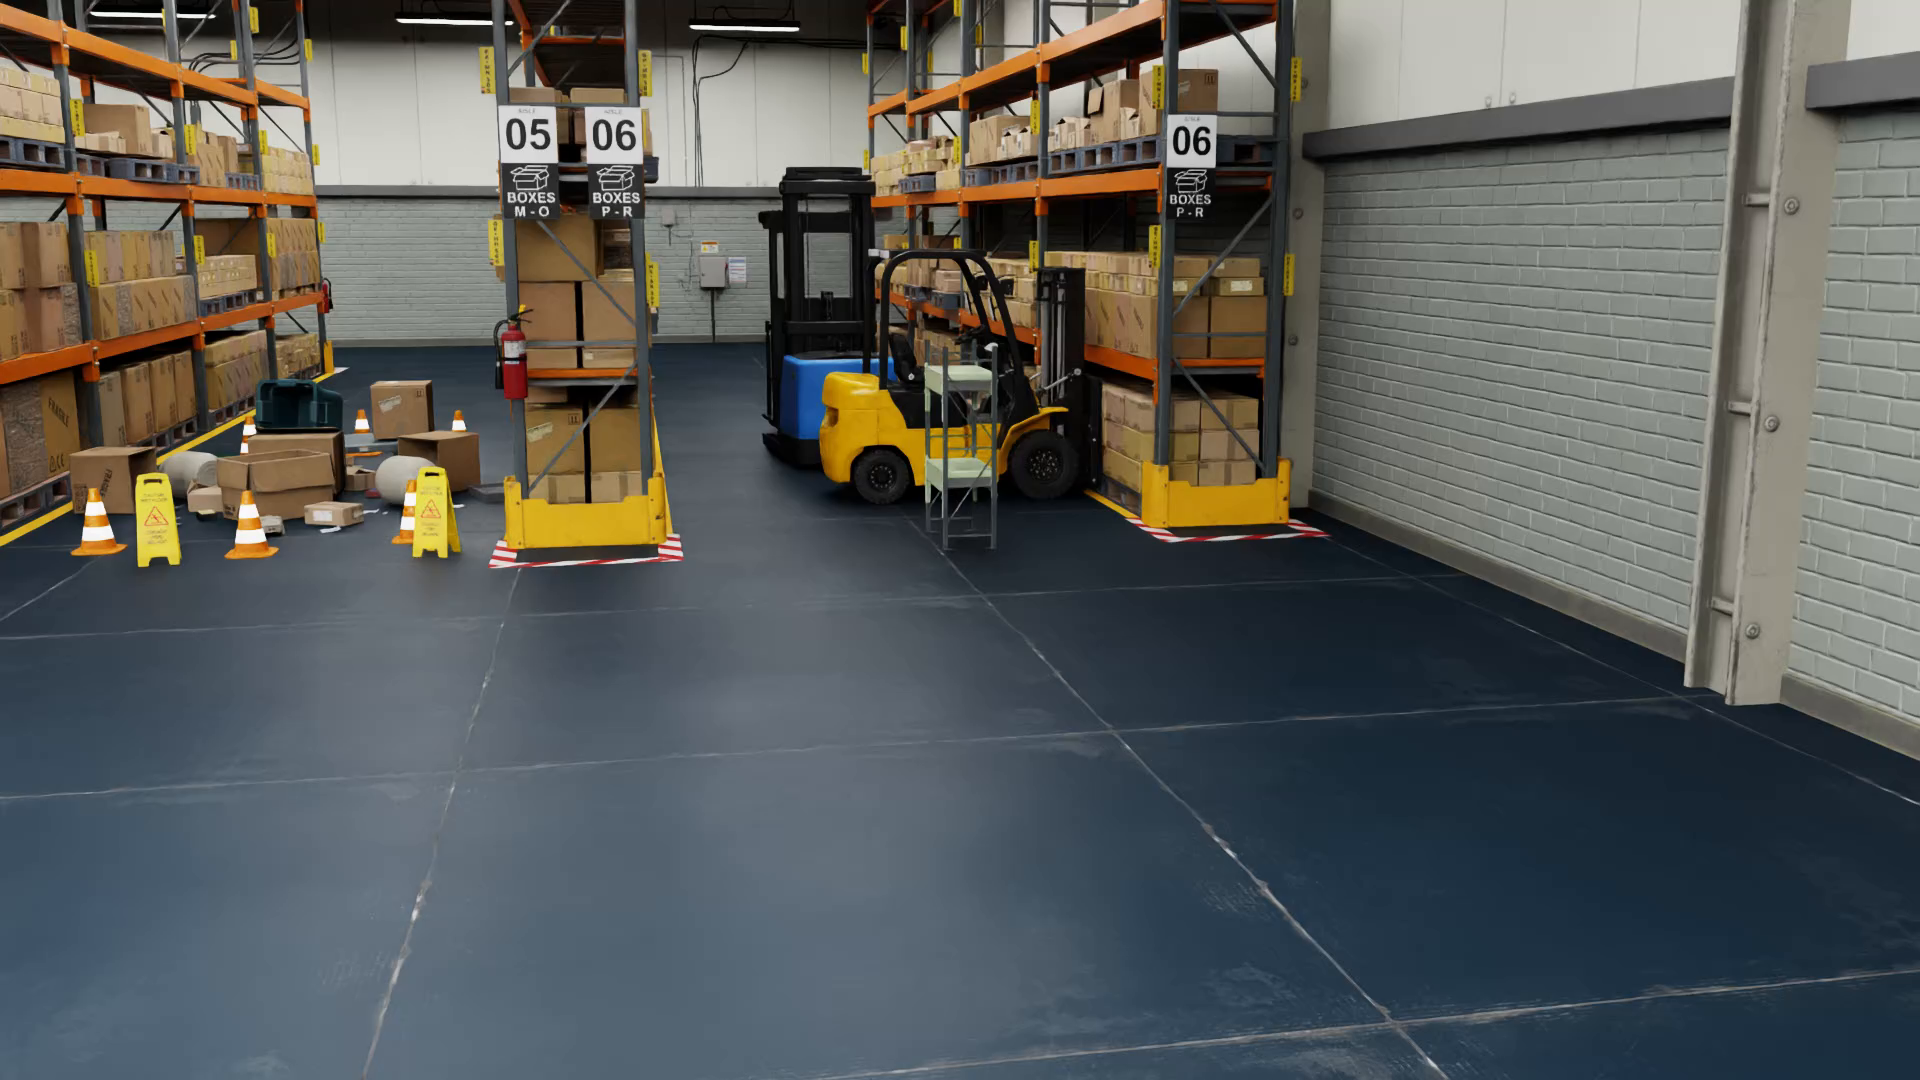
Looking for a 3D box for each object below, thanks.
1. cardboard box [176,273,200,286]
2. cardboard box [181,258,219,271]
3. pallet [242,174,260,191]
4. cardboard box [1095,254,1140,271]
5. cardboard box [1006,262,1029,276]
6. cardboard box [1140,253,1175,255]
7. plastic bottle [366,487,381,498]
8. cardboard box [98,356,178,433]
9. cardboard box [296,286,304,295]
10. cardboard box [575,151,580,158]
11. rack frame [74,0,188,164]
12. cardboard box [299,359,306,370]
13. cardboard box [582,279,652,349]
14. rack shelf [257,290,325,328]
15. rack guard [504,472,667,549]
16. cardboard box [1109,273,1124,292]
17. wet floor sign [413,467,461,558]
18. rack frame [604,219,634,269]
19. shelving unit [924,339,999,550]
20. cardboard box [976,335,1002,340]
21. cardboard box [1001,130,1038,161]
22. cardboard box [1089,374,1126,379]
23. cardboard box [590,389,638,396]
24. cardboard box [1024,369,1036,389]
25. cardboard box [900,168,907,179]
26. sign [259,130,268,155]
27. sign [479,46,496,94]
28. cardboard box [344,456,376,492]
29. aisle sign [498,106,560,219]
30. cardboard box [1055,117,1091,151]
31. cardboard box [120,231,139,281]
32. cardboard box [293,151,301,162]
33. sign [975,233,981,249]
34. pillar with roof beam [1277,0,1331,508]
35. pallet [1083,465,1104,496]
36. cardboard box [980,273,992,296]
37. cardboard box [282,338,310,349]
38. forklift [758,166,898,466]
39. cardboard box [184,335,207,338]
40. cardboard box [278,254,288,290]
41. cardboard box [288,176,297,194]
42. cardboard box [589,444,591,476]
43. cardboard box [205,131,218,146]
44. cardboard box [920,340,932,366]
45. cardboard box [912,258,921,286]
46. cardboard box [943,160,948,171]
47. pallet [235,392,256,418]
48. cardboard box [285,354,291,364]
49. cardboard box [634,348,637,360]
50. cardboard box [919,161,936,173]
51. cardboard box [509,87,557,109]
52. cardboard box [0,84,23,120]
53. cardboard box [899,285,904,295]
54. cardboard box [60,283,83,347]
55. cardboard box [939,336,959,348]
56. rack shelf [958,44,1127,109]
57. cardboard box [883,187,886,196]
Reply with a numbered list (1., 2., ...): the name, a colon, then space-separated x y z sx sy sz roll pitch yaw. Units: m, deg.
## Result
1. cardboard box: -9.096 -3.037 19.384 0.380 0.149 0.250 -2 11 -8
2. cardboard box: -9.303 -3.372 20.346 0.380 0.149 0.250 -2 11 -8
3. pallet: -9.962 -4.710 21.900 1.213 0.211 1.003 -2 11 -11
4. cardboard box: 1.448 -2.524 15.139 0.380 0.149 0.250 -2 11 -11
5. cardboard box: 0.721 -3.014 18.507 0.380 0.149 0.250 -2 11 -11
6. cardboard box: 1.859 -2.589 15.476 0.380 0.149 0.250 -2 11 -12
7. plastic bottle: -5.174 -0.429 14.785 0.133 0.061 0.283 0 11 -1
8. cardboard box: -8.996 -1.538 17.649 1.050 0.750 0.750 -2 11 -10
9. cardboard box: -10.245 -3.819 25.409 0.380 0.149 0.250 -3 11 -14
10. cardboard box: -3.659 -3.538 14.846 0.500 0.250 0.500 -2 11 -11
11. rack frame: -9.199 -5.659 18.363 1.000 3.000 0.127 -2 11 -11
12. cardboard box: -10.127 -2.661 25.156 0.380 0.149 0.250 -2 11 -10
13. cardboard box: -2.627 -1.736 12.730 0.500 0.500 0.500 -2 11 -12
14. rack shelf: -10.366 -3.459 24.772 1.077 0.370 4.000 -2 11 -11
15. rack guard: -2.822 -0.229 12.565 1.175 0.500 0.348 -2 11 -11
16. cardboard box: 1.514 -2.235 14.412 0.380 0.149 0.250 -2 11 -13
17. wet floor sign: -3.820 -0.213 12.090 0.267 0.644 0.232 2 11 9
18. rack frame: -3.585 -2.177 16.112 1.000 3.000 0.127 -2 11 -11
19. shelving unit: 0.001 -0.736 12.550 0.431 1.500 0.755 -2 11 -11
20. cardboard box: 0.405 -2.731 22.850 0.380 0.149 0.250 -2 11 -11
21. cardboard box: 0.754 -4.308 18.134 0.500 0.311 0.500 -3 11 -13
22. cardboard box: 1.267 -1.420 15.691 0.500 0.250 0.500 -2 11 -9
23. cardboard box: -2.894 -1.018 14.246 0.500 0.500 0.500 -2 11 -10
24. cardboard box: 1.170 -1.493 17.748 0.875 0.625 0.625 -2 11 -8
25. cardboard box: -0.613 -5.451 24.896 0.500 0.250 0.500 -2 11 -11
26. sign: -9.433 -5.388 22.522 0.100 0.325 0.005 -2 11 -11
27. sign: -3.356 -3.335 11.808 0.100 0.325 0.005 -2 11 -11
28. cardboard box: -5.532 -0.606 15.173 0.396 0.266 0.258 9 14 38
29. aisle sign: -3.080 -2.699 11.900 0.394 0.787 0.004 -2 11 -11
30. cardboard box: 1.206 -3.882 15.895 0.500 0.311 0.500 -2 11 -10
31. cardboard box: -8.820 -2.889 16.913 0.700 0.500 0.500 -2 11 -12
32. cardboard box: -10.242 -5.830 25.280 0.380 0.149 0.250 -2 11 -10
33. sign: 0.271 -4.415 24.774 0.100 0.325 0.005 -2 11 -11
34. pillar with roof beam: -1.413 -4.576 12.669 9.100 9.000 0.400 -2 11 -11
35. pallet: 1.637 -0.617 15.373 1.003 0.211 1.213 -2 11 -11
36. cardboard box: 0.532 -2.985 19.421 0.500 0.250 0.500 -2 11 -12
37. cardboard box: -10.141 -3.001 25.354 0.380 0.149 0.250 -2 11 -9
38. forklift: -1.492 -2.405 17.496 1.130 2.935 3.031 -3 11 -16
39. cardboard box: -9.892 -2.456 21.135 0.500 0.250 0.500 -2 11 -9
40. cardboard box: -9.930 -3.831 23.742 0.500 0.500 0.500 -2 11 -11
41. cardboard box: -10.095 -5.224 24.499 0.500 0.250 0.500 -2 11 -8
42. cardboard box: -3.515 -0.720 14.687 0.500 0.250 0.500 -2 11 -12
43. cardboard box: -9.806 -4.888 20.935 0.797 0.503 0.637 -2 11 -12
44. cardboard box: -0.287 -2.610 23.947 0.500 0.500 0.500 -2 11 -12
45. cardboard box: -0.298 -3.889 23.716 0.700 0.500 0.500 -2 11 -10
46. cardboard box: -0.025 -4.981 22.155 0.380 0.149 0.250 -2 11 -9
47. pallet: -9.584 -1.709 21.111 1.003 0.211 1.213 -2 11 -11
48. cardboard box: -10.034 -2.663 24.373 0.380 0.149 0.250 -2 11 -8
49. cardboard box: -2.705 -1.487 13.160 0.380 0.149 0.250 -2 11 -13
50. cardboard box: -0.364 -5.128 22.873 0.380 0.149 0.250 -2 11 -10
51. cardboard box: -3.163 -3.237 12.196 0.380 0.149 0.250 -2 11 -10
52. cardboard box: -7.880 -3.514 13.331 0.500 0.250 0.500 -2 11 -12
53. cardboard box: -0.729 -3.845 25.548 0.380 0.149 0.250 -2 11 -10
54. cardboard box: -8.338 -1.985 14.702 0.875 0.550 0.550 -2 11 -11
55. cardboard box: -0.070 -2.714 22.763 0.380 0.149 0.250 -3 11 -14
56. rack shelf: 0.894 -5.122 18.535 1.077 0.370 4.000 -2 11 -11
57. cardboard box: -1.014 -5.558 26.523 0.380 0.149 0.250 -2 11 -11
